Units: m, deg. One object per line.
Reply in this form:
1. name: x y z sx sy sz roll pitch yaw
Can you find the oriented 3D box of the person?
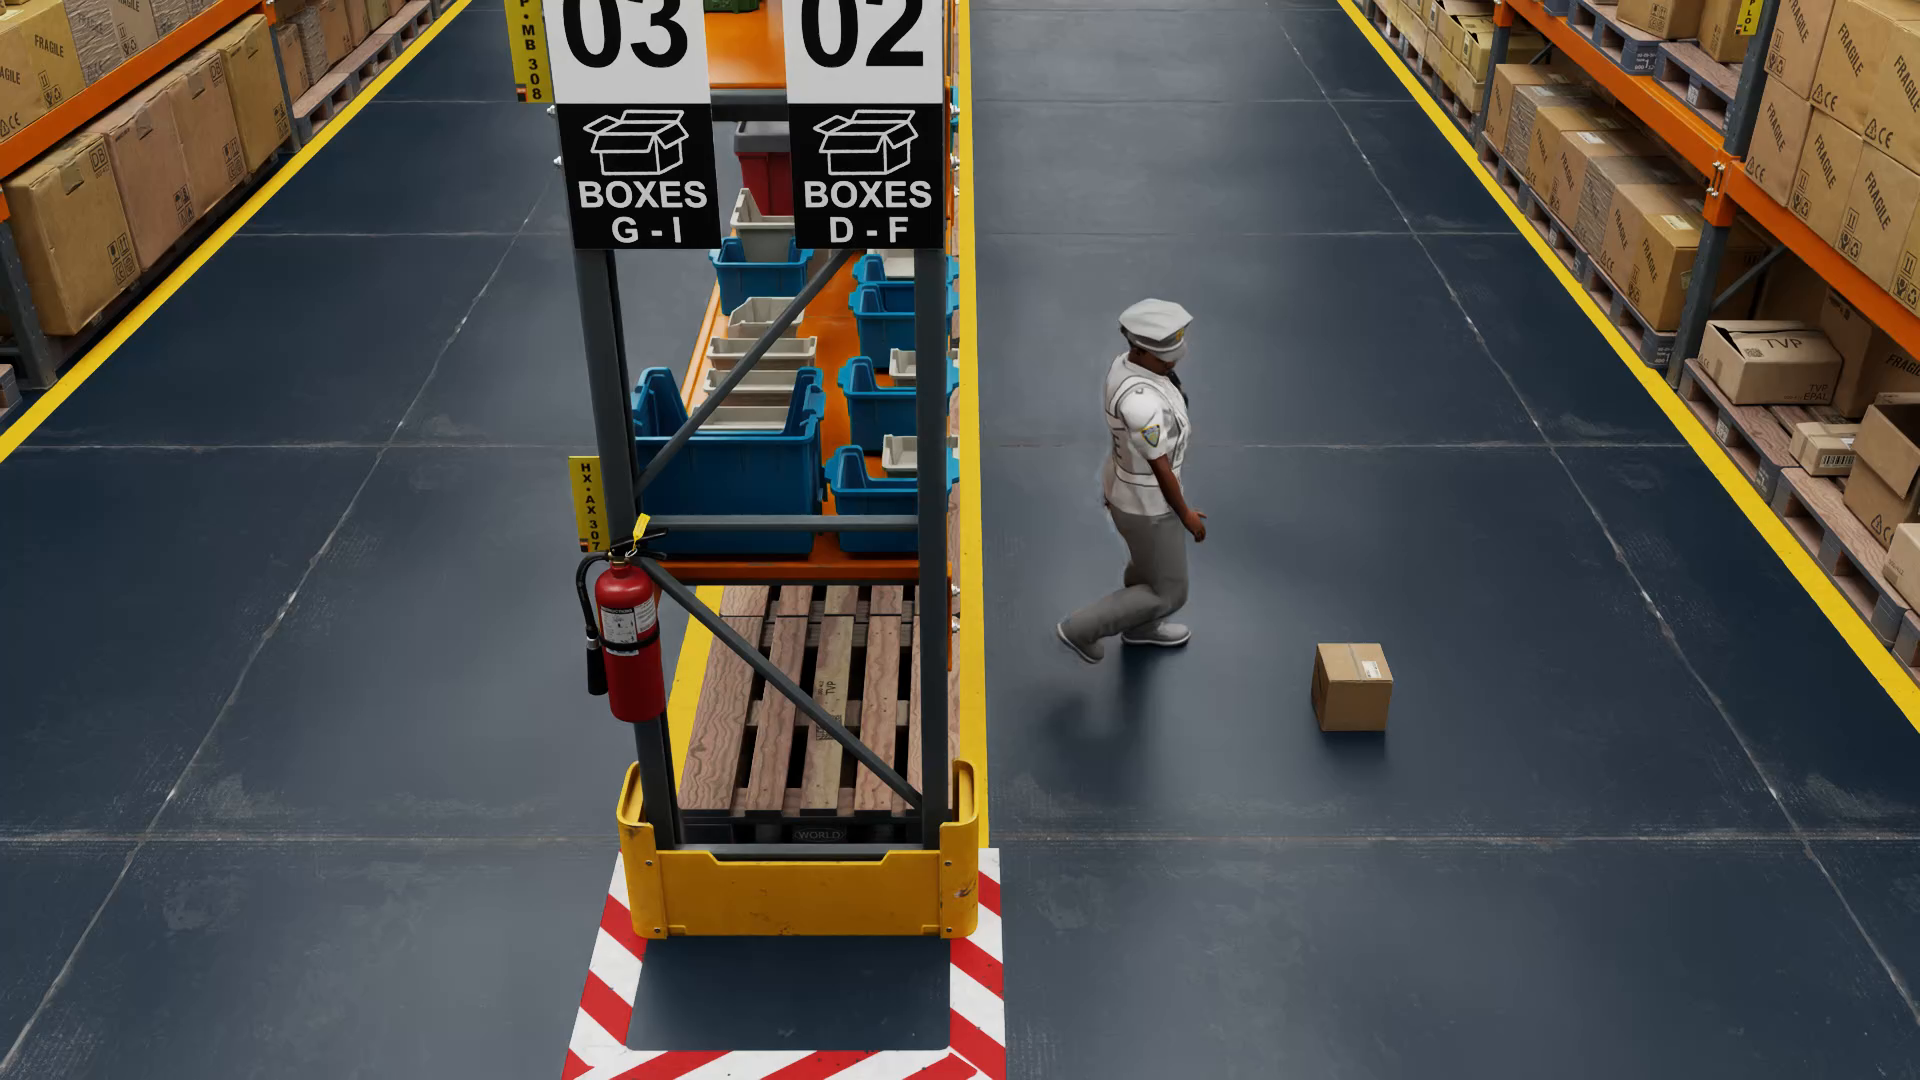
1. person: 0.680 -0.177 6.480 0.597 1.640 0.513 0 31 0
